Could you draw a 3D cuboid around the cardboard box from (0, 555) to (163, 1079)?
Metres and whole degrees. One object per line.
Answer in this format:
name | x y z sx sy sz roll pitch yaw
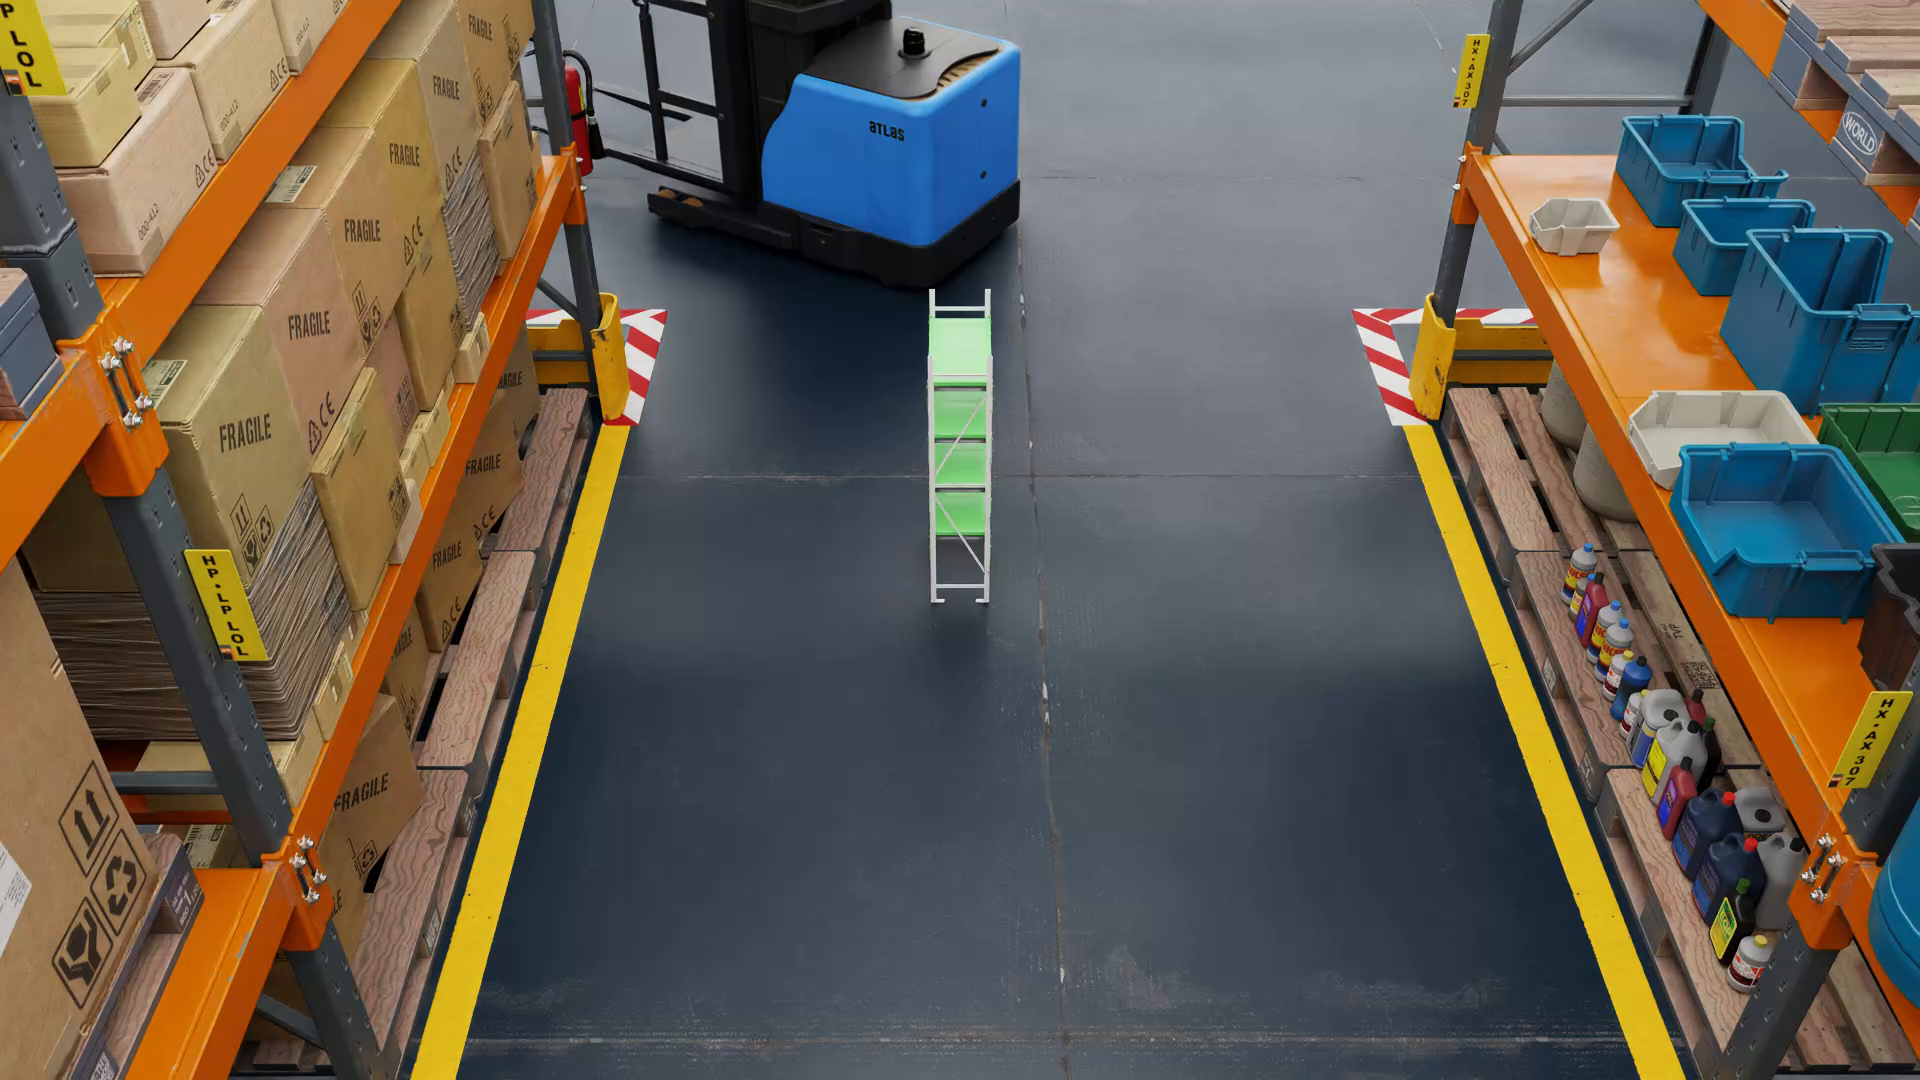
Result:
cardboard box | -2.342 0.703 3.158 1.000 1.000 1.000 0 39 0

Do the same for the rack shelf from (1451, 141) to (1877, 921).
rack shelf | 2.748 -0.369 5.887 1.077 0.370 4.000 0 39 0

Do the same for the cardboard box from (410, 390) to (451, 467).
cardboard box | -1.917 -0.370 5.514 0.380 0.149 0.250 0 39 0

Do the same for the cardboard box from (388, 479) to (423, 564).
cardboard box | -1.887 -0.058 5.124 0.380 0.149 0.250 0 39 0

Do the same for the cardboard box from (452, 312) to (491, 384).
cardboard box | -1.894 -0.683 5.905 0.380 0.149 0.250 0 39 0

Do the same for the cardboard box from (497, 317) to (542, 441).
cardboard box | -2.224 -0.695 7.382 0.500 0.500 0.500 7 39 8

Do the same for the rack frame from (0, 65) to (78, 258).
rack frame | -2.203 -1.737 2.221 1.000 3.000 0.127 0 39 0

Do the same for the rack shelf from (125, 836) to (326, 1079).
rack shelf | -2.201 2.136 2.762 1.077 0.370 4.000 0 39 0

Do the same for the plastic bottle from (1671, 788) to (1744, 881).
plastic bottle | 2.461 0.940 5.445 0.144 0.351 0.185 -2 39 -2

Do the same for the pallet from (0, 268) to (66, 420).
pallet | -2.309 -0.107 2.736 1.213 0.211 1.003 0 39 0

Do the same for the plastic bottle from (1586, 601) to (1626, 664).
plastic bottle | 2.436 0.341 6.256 0.097 0.271 0.097 0 39 0

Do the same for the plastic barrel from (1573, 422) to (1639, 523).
plastic barrel | 2.823 -0.369 6.965 0.421 0.512 0.421 0 39 0

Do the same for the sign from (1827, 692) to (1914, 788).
sign | 2.200 0.486 4.023 0.100 0.325 0.005 0 39 0

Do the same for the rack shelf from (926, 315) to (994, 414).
rack shelf | 0.000 -0.689 6.485 0.258 0.148 0.480 0 39 0

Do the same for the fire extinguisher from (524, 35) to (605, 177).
fire extinguisher | -1.747 -1.939 7.333 0.296 0.674 0.183 0 39 0

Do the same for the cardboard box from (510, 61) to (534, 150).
cardboard box | -2.234 -1.708 6.665 0.875 0.500 0.500 0 39 0

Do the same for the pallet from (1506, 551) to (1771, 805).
pallet | 2.787 0.504 6.452 1.003 0.211 1.213 0 39 0

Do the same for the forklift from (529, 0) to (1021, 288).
forklift | -1.184 -3.175 8.869 3.031 2.935 1.130 21 43 24

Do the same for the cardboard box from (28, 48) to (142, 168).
cardboard box | -1.895 -0.867 3.335 0.380 0.149 0.250 -1 39 -1

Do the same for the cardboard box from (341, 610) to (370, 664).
cardboard box | -1.918 0.255 4.734 0.380 0.149 0.250 0 39 0

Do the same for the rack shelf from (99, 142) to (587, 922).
rack shelf | -2.205 -0.366 5.883 1.077 0.370 4.000 0 39 0

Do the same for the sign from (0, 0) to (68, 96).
sign | -1.648 -0.924 2.878 0.100 0.325 0.005 0 39 0

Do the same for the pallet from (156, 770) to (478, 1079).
pallet | -2.239 1.272 5.493 1.003 0.211 1.213 0 39 0

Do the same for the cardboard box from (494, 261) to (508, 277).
cardboard box | -1.964 -1.152 6.490 0.380 0.149 0.250 0 39 0

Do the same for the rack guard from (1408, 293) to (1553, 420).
rack guard | 2.793 -0.878 7.946 1.175 0.500 0.348 0 39 0

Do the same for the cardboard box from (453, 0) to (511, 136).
cardboard box | -1.953 -1.786 5.963 0.500 0.500 0.500 0 39 0

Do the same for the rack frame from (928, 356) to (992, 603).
rack frame | 0.000 -0.212 6.555 0.240 1.200 0.015 0 39 0

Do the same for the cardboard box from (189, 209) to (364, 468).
cardboard box | -1.951 -0.535 4.402 0.500 0.500 0.500 0 39 0

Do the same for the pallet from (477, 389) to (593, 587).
pallet | -2.242 -0.253 7.397 1.003 0.211 1.213 0 39 0

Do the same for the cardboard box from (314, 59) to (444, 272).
cardboard box | -1.963 -1.161 5.182 0.500 0.500 0.500 0 39 0

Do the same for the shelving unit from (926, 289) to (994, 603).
shelving unit | 0.000 -0.365 6.746 0.258 1.200 0.503 0 39 0

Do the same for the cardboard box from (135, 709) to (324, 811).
cardboard box | -1.902 0.568 4.344 0.380 0.149 0.250 0 39 0

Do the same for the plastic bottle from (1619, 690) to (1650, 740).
plastic bottle | 2.437 0.621 5.962 0.097 0.201 0.097 0 39 0

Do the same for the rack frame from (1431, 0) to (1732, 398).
rack frame | 2.745 -1.901 7.223 1.000 3.000 0.127 0 39 0

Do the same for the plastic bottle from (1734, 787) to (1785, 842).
plastic bottle | 2.609 0.953 5.488 0.152 0.276 0.135 0 39 0

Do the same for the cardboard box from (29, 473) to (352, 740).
cardboard box | -2.142 0.168 4.324 0.875 0.500 0.500 0 39 0

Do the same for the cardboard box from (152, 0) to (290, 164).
cardboard box | -1.953 -1.120 3.971 0.500 0.250 0.500 0 39 0

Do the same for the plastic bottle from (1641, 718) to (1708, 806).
plastic bottle | 2.460 0.738 5.697 0.144 0.351 0.185 0 39 0

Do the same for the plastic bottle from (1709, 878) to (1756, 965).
plastic bottle | 2.420 1.188 5.189 0.061 0.283 0.133 2 39 2

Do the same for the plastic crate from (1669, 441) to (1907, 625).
plastic crate | 2.477 -0.033 5.012 0.499 0.251 0.616 0 39 0

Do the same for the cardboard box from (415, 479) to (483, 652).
cardboard box | -2.207 0.070 6.427 0.500 0.500 0.500 3 39 4

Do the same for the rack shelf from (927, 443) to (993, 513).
rack shelf | 0.000 -0.315 6.786 0.258 0.148 0.480 0 39 0

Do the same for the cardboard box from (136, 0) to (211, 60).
cardboard box | -1.943 -1.204 3.756 0.380 0.149 0.250 0 39 0

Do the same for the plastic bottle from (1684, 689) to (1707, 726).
plastic bottle | 2.571 0.662 5.845 0.061 0.283 0.133 0 39 0

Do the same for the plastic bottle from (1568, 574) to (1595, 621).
plastic bottle | 2.436 0.218 6.465 0.097 0.201 0.097 0 39 0

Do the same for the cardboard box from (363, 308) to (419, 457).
cardboard box | -2.208 -0.458 5.105 0.875 0.500 0.500 0 39 0

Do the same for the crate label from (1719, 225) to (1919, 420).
crate label | 3.018 -0.764 5.776 0.502 0.435 0.616 0 39 0

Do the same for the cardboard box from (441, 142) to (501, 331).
cardboard box | -2.156 -1.083 5.885 0.875 0.500 0.500 0 39 0

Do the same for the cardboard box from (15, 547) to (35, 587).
cardboard box | -2.479 -0.222 4.011 0.500 0.500 0.500 0 39 0

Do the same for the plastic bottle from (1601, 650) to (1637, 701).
plastic bottle | 2.437 0.492 6.123 0.097 0.201 0.097 0 39 0

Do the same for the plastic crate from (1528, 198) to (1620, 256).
plastic crate | 2.425 -1.238 6.607 0.298 0.136 0.250 0 39 0

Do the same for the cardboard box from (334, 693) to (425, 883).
cardboard box | -2.172 0.807 5.507 0.500 0.500 0.500 12 40 14

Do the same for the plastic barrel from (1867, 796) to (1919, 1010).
plastic barrel | 2.448 0.647 3.643 0.600 0.901 0.708 0 39 0

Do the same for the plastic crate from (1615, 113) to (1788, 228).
plastic crate | 3.045 -1.530 6.879 0.499 0.251 0.616 0 39 0

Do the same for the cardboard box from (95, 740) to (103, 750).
cardboard box | -2.497 0.568 4.343 0.380 0.149 0.250 0 39 0
